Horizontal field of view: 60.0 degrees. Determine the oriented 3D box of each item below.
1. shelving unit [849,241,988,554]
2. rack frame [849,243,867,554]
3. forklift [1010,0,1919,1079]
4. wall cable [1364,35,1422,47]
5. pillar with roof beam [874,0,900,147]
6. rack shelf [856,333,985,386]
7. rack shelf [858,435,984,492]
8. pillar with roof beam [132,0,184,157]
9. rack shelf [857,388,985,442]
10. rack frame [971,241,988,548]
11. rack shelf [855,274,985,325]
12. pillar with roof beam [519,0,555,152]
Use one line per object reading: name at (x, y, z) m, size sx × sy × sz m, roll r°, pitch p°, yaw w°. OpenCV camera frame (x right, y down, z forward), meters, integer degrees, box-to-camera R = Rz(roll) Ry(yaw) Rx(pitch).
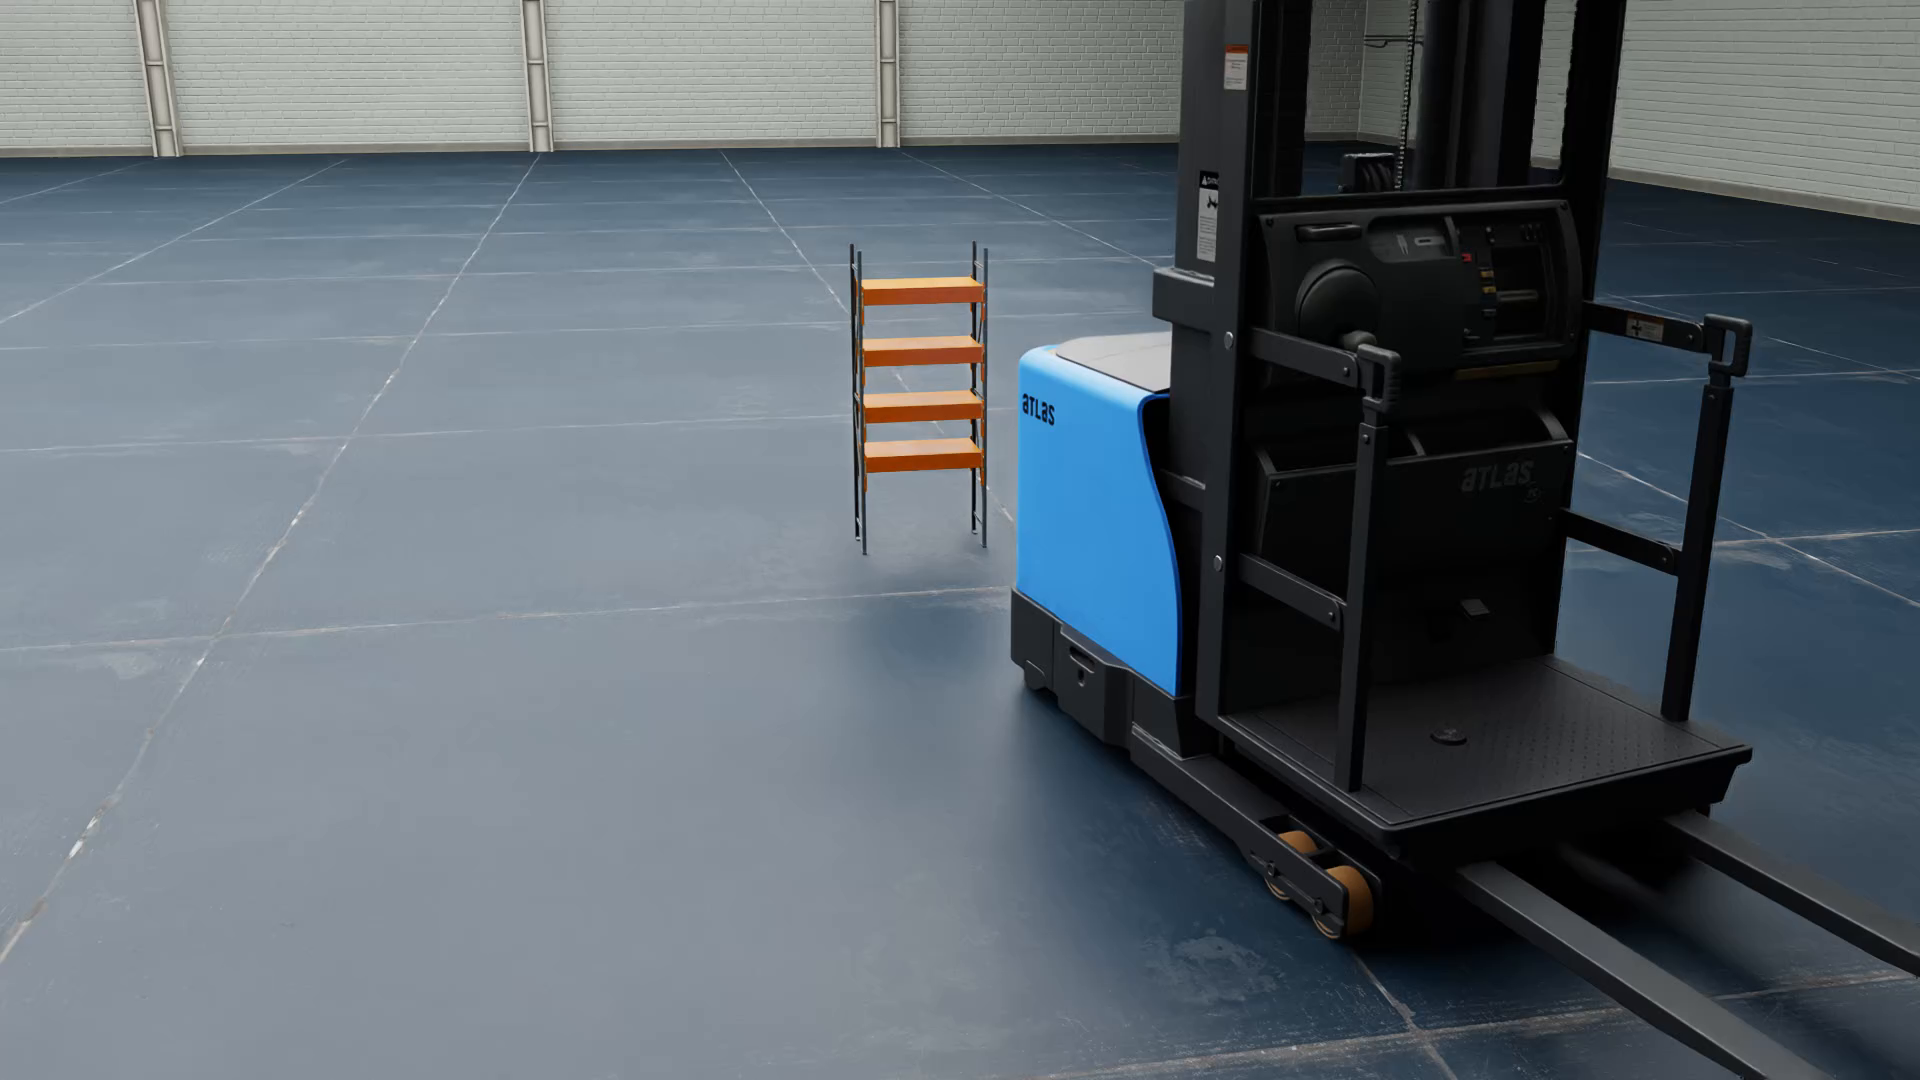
shelving unit at (-0.163, -0.564, 6.606) m, size 0.503 × 1.200 × 0.258 m, roll -3°, pitch 17°, yaw -10°
rack frame at (-0.402, -0.551, 6.561) m, size 0.015 × 1.200 × 0.240 m, roll -3°, pitch 17°, yaw -10°
forklift at (1.220, -0.627, 3.861) m, size 1.130 × 2.935 × 3.031 m, roll -7°, pitch 19°, yaw -23°
wall cable at (7.752, -9.948, 29.162) m, size 0.112 × 2.526 × 3.097 m, roll -3°, pitch 17°, yaw -10°
pillar with roof beam at (-0.466, -10.074, 24.285) m, size 0.400 × 9.000 × 9.100 m, roll -3°, pitch 17°, yaw -10°
rack shelf at (-0.163, -0.714, 6.560) m, size 0.480 × 0.148 × 0.258 m, roll -3°, pitch 17°, yaw -10°
rack shelf at (-0.163, -0.310, 6.684) m, size 0.480 × 0.148 × 0.258 m, roll -3°, pitch 17°, yaw -10°
pillar with roof beam at (-12.248, -9.406, 22.108) m, size 0.400 × 9.000 × 9.100 m, roll -3°, pitch 17°, yaw -10°
rack shelf at (-0.163, -0.500, 6.625) m, size 0.480 × 0.148 × 0.258 m, roll -3°, pitch 17°, yaw -10°
rack frame at (0.077, -0.578, 6.650) m, size 0.015 × 1.200 × 0.240 m, roll -3°, pitch 17°, yaw -10°
rack shelf at (-0.163, -0.940, 6.490) m, size 0.480 × 0.148 × 0.258 m, roll -3°, pitch 17°, yaw -10°
pillar with roof beam at (-6.357, -9.740, 23.196) m, size 0.400 × 9.000 × 9.100 m, roll -3°, pitch 17°, yaw -10°
